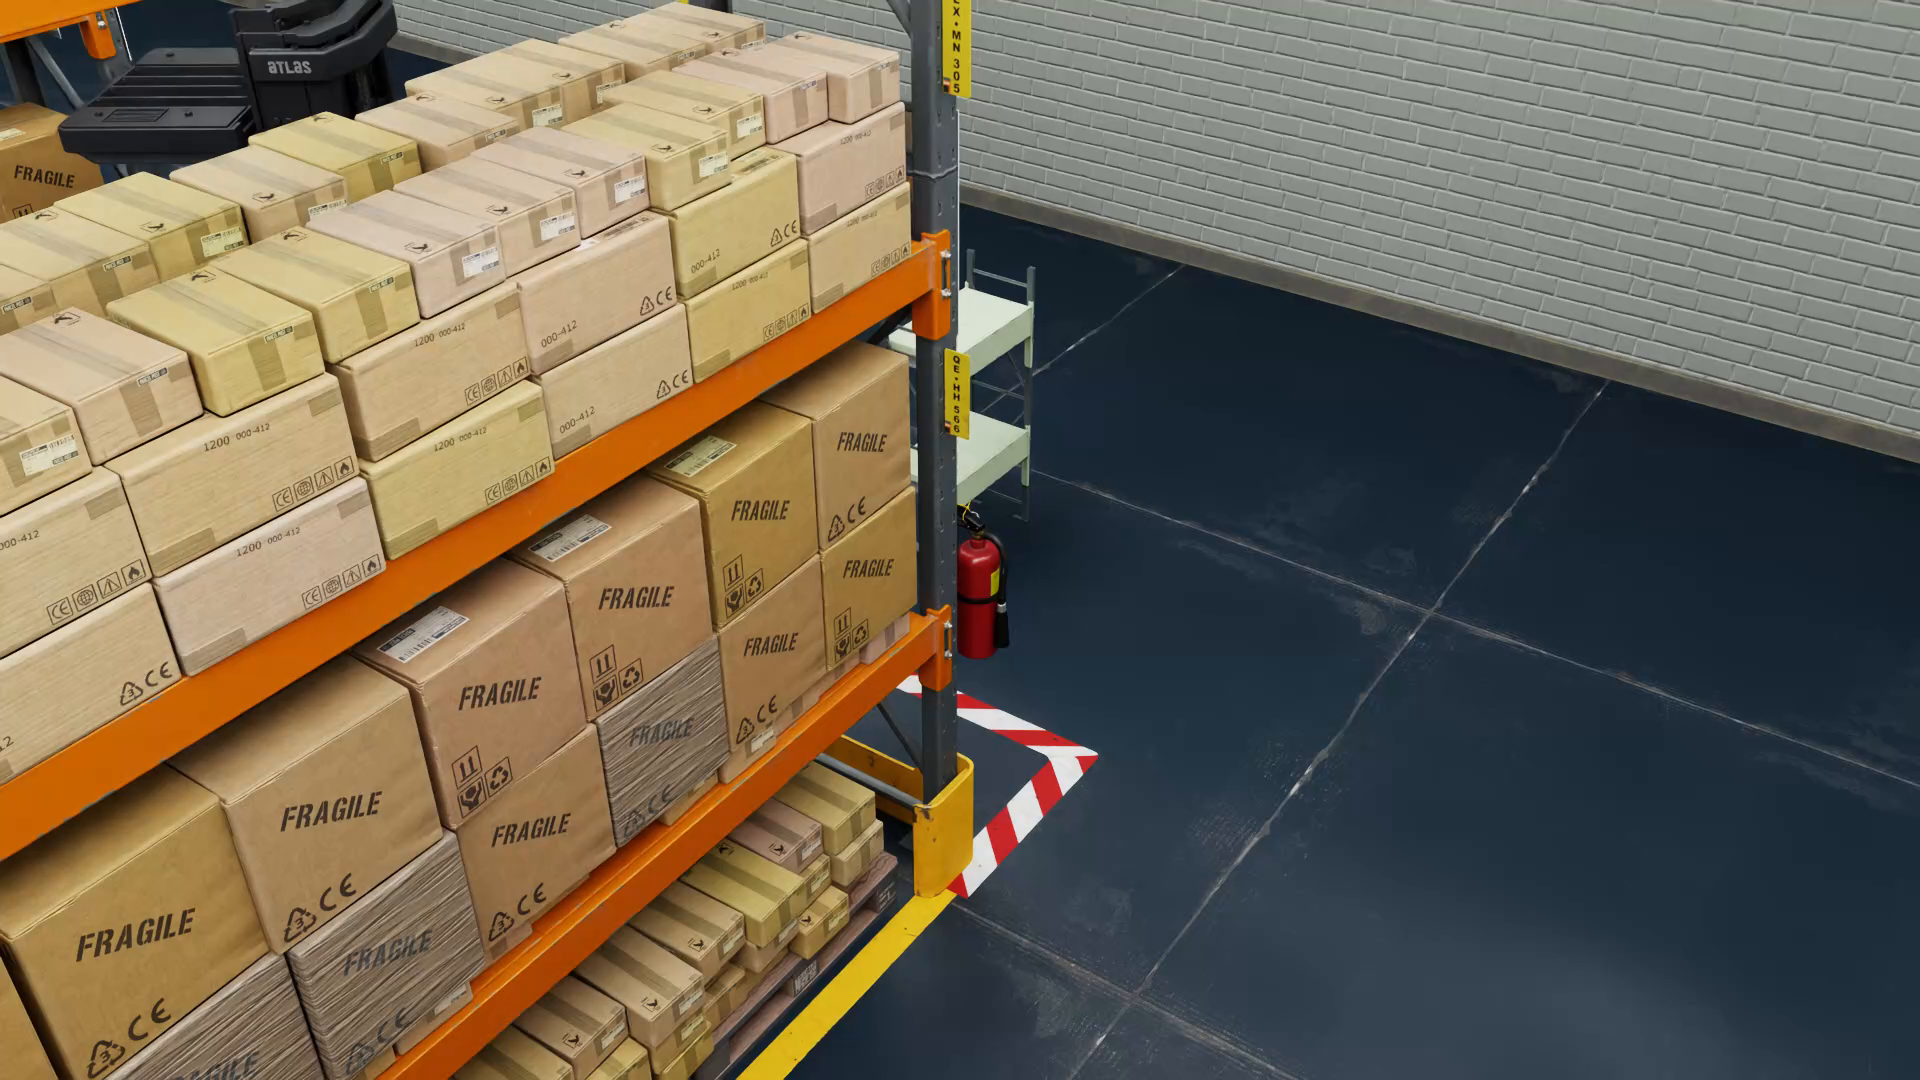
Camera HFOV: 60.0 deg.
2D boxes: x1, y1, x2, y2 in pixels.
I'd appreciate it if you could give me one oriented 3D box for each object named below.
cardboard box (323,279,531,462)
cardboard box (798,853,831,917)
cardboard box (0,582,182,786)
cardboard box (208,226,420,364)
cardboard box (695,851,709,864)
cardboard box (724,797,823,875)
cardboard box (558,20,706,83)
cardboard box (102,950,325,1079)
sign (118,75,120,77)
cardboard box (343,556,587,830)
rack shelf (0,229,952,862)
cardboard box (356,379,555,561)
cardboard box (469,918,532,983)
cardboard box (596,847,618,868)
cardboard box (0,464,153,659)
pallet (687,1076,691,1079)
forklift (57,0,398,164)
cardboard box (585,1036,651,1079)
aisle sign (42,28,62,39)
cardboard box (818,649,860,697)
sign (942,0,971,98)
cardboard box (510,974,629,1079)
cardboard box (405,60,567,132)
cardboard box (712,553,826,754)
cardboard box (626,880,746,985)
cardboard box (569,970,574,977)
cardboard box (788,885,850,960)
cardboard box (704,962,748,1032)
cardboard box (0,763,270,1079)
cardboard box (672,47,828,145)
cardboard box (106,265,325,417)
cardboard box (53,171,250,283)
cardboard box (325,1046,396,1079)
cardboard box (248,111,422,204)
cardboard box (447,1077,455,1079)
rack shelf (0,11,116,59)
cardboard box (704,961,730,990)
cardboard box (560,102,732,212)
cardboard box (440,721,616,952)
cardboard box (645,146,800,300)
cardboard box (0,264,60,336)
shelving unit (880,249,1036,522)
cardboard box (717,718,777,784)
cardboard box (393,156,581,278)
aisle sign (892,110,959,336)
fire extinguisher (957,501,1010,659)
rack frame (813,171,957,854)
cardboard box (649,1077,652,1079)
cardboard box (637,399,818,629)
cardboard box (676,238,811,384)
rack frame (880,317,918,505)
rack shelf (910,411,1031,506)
[{"bbox_3d":[-1.390,-0.466,3.947,0.500,0.250,0.500,19,39,26],"label":"cardboard box"},{"bbox_3d":[-0.714,1.250,6.304,0.380,0.149,0.250,20,39,27],"label":"cardboard box"},{"bbox_3d":[-1.976,0.228,3.368,0.500,0.250,0.500,21,39,27],"label":"cardboard box"},{"bbox_3d":[-1.443,-0.553,3.720,0.380,0.149,0.250,20,39,27],"label":"cardboard box"},{"bbox_3d":[-1.098,1.222,6.611,0.380,0.149,0.250,21,39,28],"label":"cardboard box"},{"bbox_3d":[-0.738,1.112,6.243,0.380,0.149,0.250,22,40,29],"label":"cardboard box"},{"bbox_3d":[-0.986,-1.435,5.024,0.380,0.149,0.250,23,40,30],"label":"cardboard box"},{"bbox_3d":[-1.969,1.228,4.077,0.500,0.500,0.500,21,39,28],"label":"cardboard box"},{"bbox_3d":[-4.033,-2.099,8.107,0.100,0.325,0.005,21,39,28],"label":"sign"},{"bbox_3d":[-1.388,0.360,4.468,0.500,0.500,0.500,20,39,27],"label":"cardboard box"},{"bbox_3d":[-1.595,-0.095,4.352,1.077,0.370,4.000,21,39,28],"label":"rack shelf"},{"bbox_3d":[-1.362,-0.245,4.067,0.500,0.250,0.500,23,40,30],"label":"cardboard box"},{"bbox_3d":[-1.479,1.089,4.862,0.380,0.149,0.250,23,40,30],"label":"cardboard box"},{"bbox_3d":[-1.215,0.838,5.232,0.380,0.149,0.250,20,39,26],"label":"cardboard box"},{"bbox_3d":[-1.975,0.010,3.243,0.500,0.250,0.500,21,39,28],"label":"cardboard box"},{"bbox_3d":[-1.686,2.041,5.719,1.003,0.211,1.213,21,39,28],"label":"pallet"},{"bbox_3d":[-3.397,-1.200,8.084,3.031,2.935,1.130,0,34,-1],"label":"forklift"},{"bbox_3d":[-1.262,1.741,5.577,0.380,0.149,0.250,23,41,30],"label":"cardboard box"},{"bbox_3d":[-4.677,-2.907,8.226,0.394,0.787,0.004,21,39,28],"label":"aisle sign"},{"bbox_3d":[-0.581,0.376,5.916,0.380,0.149,0.250,21,39,28],"label":"cardboard box"},{"bbox_3d":[-0.010,-1.493,4.988,0.100,0.325,0.005,21,39,28],"label":"sign"},{"bbox_3d":[-1.330,1.598,5.524,0.380,0.149,0.250,20,39,27],"label":"cardboard box"},{"bbox_3d":[-1.340,-1.222,4.709,0.380,0.149,0.250,22,40,29],"label":"cardboard box"},{"bbox_3d":[-0.797,0.289,5.466,0.500,0.500,0.500,21,39,27],"label":"cardboard box"},{"bbox_3d":[-0.981,1.371,5.860,0.380,0.149,0.250,20,39,26],"label":"cardboard box"},{"bbox_3d":[-1.542,1.457,5.998,0.380,0.149,0.250,19,39,26],"label":"cardboard box"},{"bbox_3d":[-0.646,1.396,6.354,0.380,0.149,0.250,23,40,30],"label":"cardboard box"},{"bbox_3d":[-0.998,1.608,6.040,0.380,0.149,0.250,22,40,29],"label":"cardboard box"},{"bbox_3d":[-1.994,0.818,3.791,0.500,0.500,0.500,20,39,27],"label":"cardboard box"},{"bbox_3d":[-0.606,-1.287,4.806,0.380,0.149,0.250,22,40,29],"label":"cardboard box"},{"bbox_3d":[-1.581,-0.428,3.536,0.380,0.149,0.250,23,41,30],"label":"cardboard box"},{"bbox_3d":[-1.937,-0.740,3.997,0.380,0.149,0.250,21,39,27],"label":"cardboard box"},{"bbox_3d":[-1.752,1.348,4.479,0.380,0.149,0.250,22,40,29],"label":"cardboard box"},{"bbox_3d":[-1.629,-0.979,4.349,0.380,0.149,0.250,23,40,30],"label":"cardboard box"},{"bbox_3d":[-1.629,1.828,5.183,0.380,0.149,0.250,20,39,26],"label":"cardboard box"},{"bbox_3d":[-5.612,-1.725,6.764,1.077,0.370,4.000,21,39,28],"label":"rack shelf"},{"bbox_3d":[-1.053,1.478,5.967,0.380,0.149,0.250,21,39,28],"label":"cardboard box"},{"bbox_3d":[-0.831,-1.020,4.410,0.380,0.149,0.250,22,40,29],"label":"cardboard box"},{"bbox_3d":[-1.371,0.752,4.781,0.500,0.500,0.500,23,41,30],"label":"cardboard box"},{"bbox_3d":[-0.798,-0.929,4.632,0.500,0.250,0.500,20,39,27],"label":"cardboard box"},{"bbox_3d":[-2.193,-0.496,3.635,0.380,0.149,0.250,20,39,26],"label":"cardboard box"},{"bbox_3d":[-0.004,-0.618,8.501,0.431,1.500,0.755,21,39,28],"label":"shelving unit"},{"bbox_3d":[-0.838,0.621,5.553,0.380,0.149,0.250,22,40,29],"label":"cardboard box"},{"bbox_3d":[-1.159,-0.797,4.081,0.380,0.149,0.250,22,40,29],"label":"cardboard box"},{"bbox_3d":[-0.166,-1.085,5.532,0.394,0.787,0.004,21,39,28],"label":"aisle sign"},{"bbox_3d":[0.069,0.147,6.432,0.296,0.674,0.183,21,39,28],"label":"fire extinguisher"},{"bbox_3d":[-0.454,-0.071,6.352,1.000,3.000,0.127,21,39,28],"label":"rack frame"},{"bbox_3d":[-1.264,1.865,5.661,0.380,0.149,0.250,22,40,29],"label":"cardboard box"},{"bbox_3d":[-0.800,-0.126,5.187,0.500,0.500,0.500,20,39,27],"label":"cardboard box"},{"bbox_3d":[-0.781,-0.720,4.769,0.500,0.250,0.500,21,39,28],"label":"cardboard box"},{"bbox_3d":[-0.212,-0.450,8.252,0.400,1.500,0.023,21,39,28],"label":"rack frame"},{"bbox_3d":[-0.004,-0.348,8.684,0.431,0.370,0.720,21,39,28],"label":"rack shelf"}]
